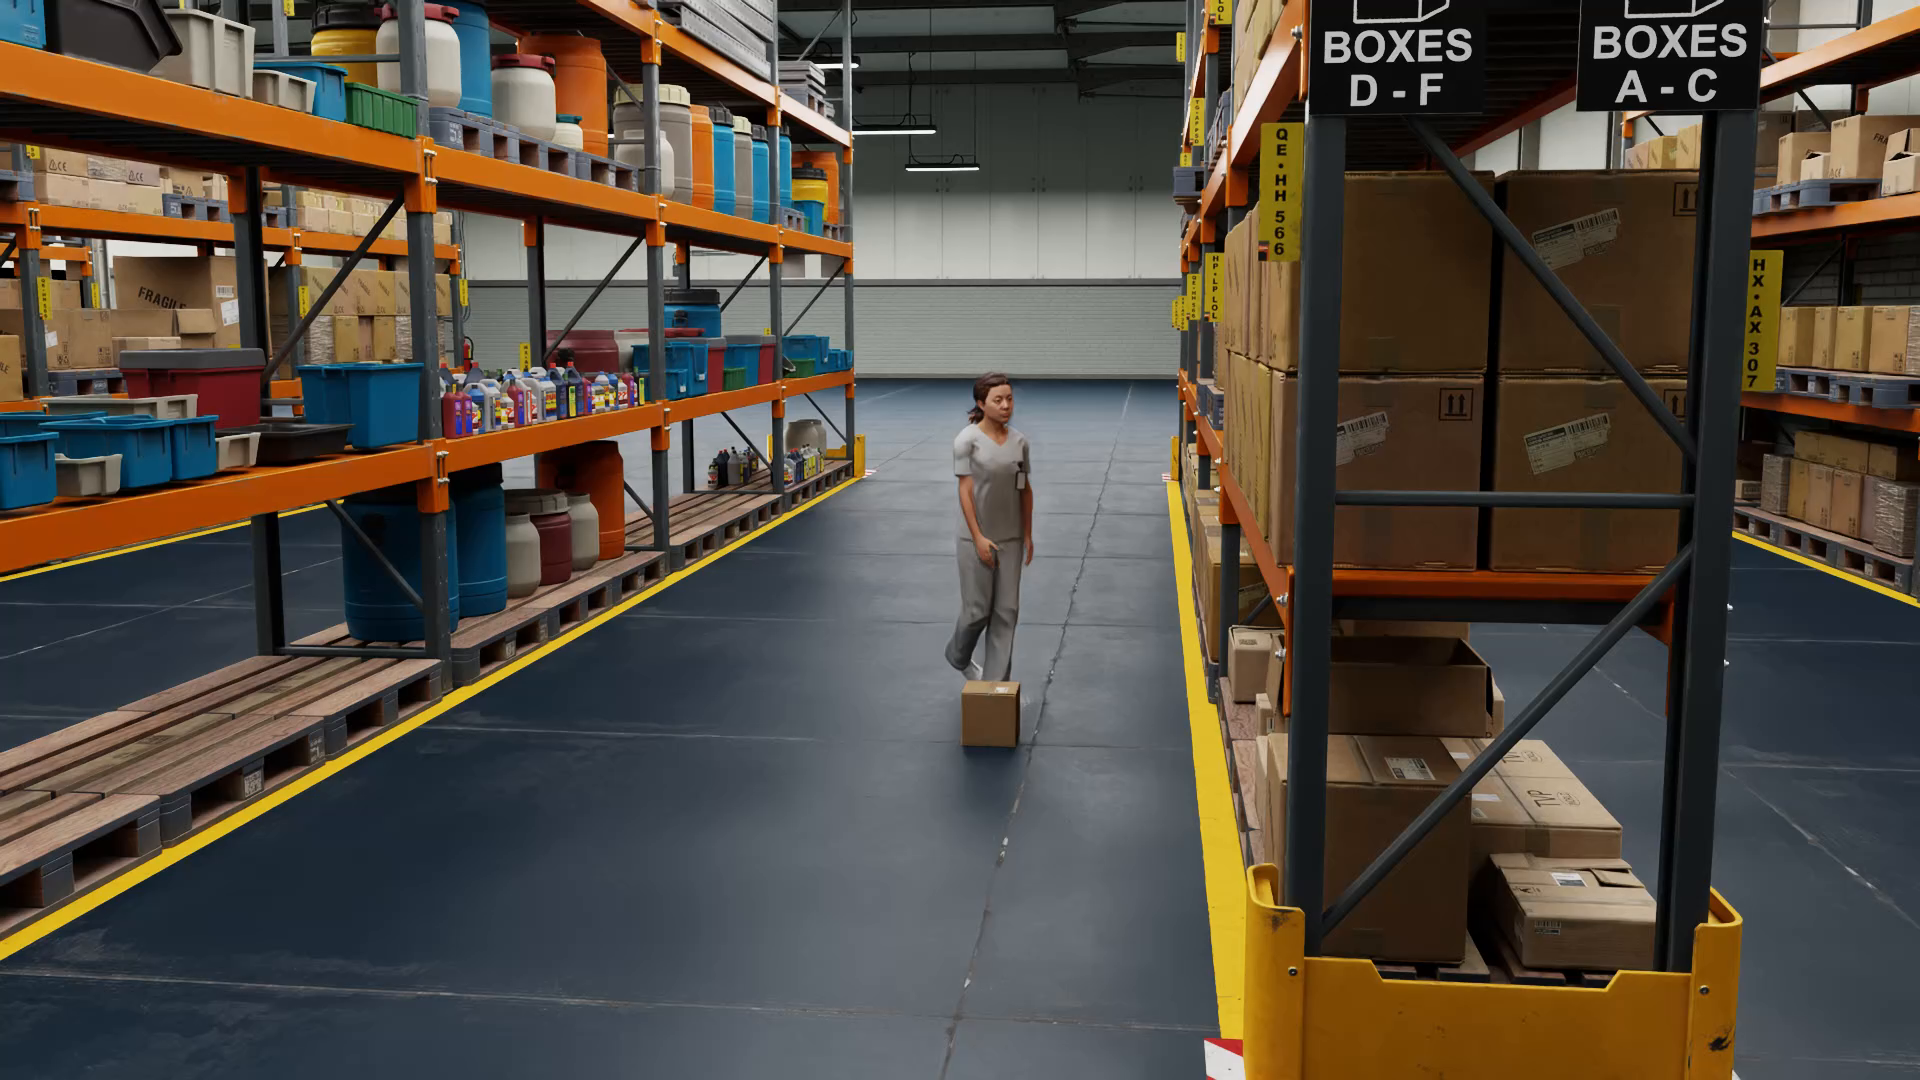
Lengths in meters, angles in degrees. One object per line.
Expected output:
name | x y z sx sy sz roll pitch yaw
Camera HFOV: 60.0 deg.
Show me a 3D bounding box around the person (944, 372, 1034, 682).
person | 0.155 -0.005 8.306 0.464 1.667 0.642 -3 8 -24
